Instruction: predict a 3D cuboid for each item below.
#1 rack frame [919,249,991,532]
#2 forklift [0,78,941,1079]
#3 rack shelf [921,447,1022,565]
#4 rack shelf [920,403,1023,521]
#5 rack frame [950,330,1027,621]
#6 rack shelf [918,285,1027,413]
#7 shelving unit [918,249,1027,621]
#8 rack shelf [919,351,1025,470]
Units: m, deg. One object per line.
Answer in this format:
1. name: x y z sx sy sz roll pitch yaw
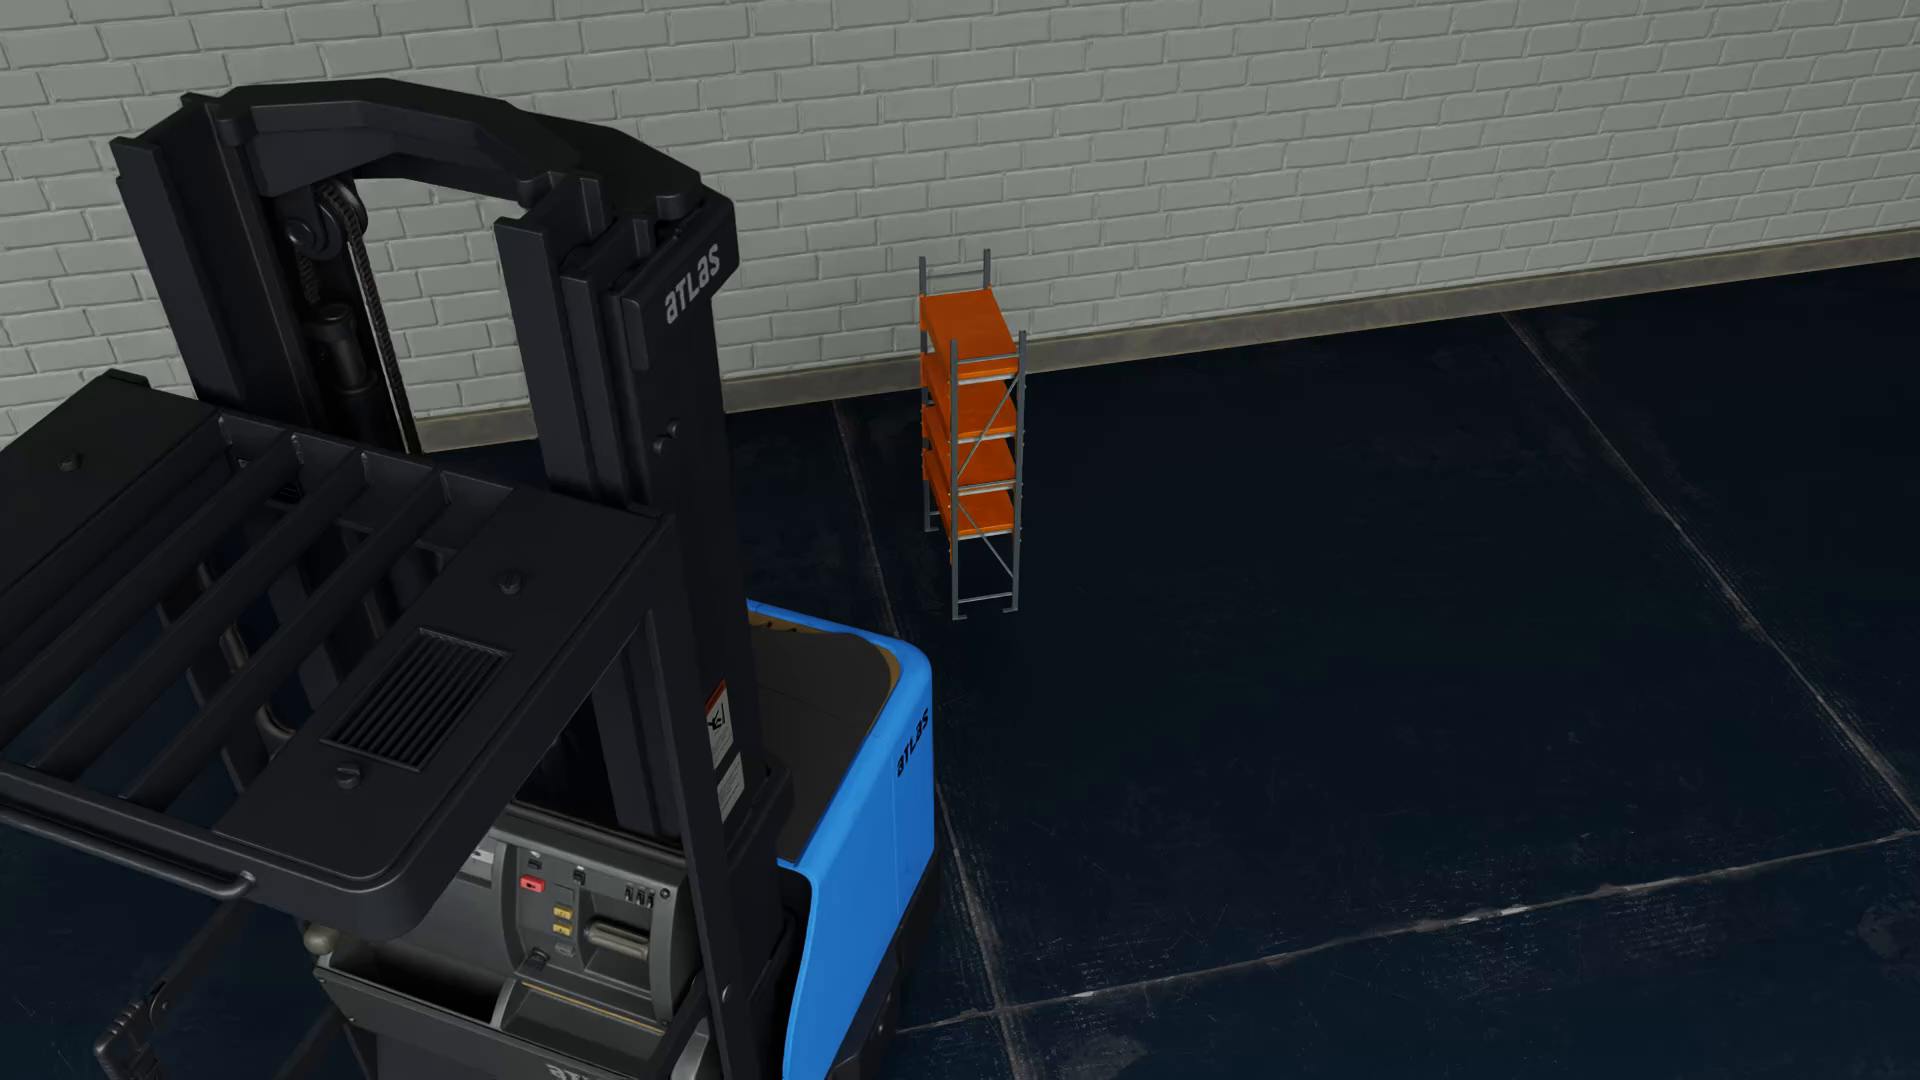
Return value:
1. rack frame: -0.017 -0.500 5.909 0.240 1.200 0.015 -8 42 -9
2. forklift: -1.049 0.790 3.152 1.130 2.935 3.031 14 43 15
3. rack shelf: 0.036 -0.143 5.907 0.258 0.148 0.480 -8 42 -9
4. rack shelf: 0.036 -0.291 5.775 0.258 0.148 0.480 -8 42 -9
5. rack frame: 0.088 -0.183 5.553 0.240 1.200 0.015 -8 42 -9
6. rack shelf: 0.036 -0.635 5.470 0.258 0.148 0.480 -8 42 -9
7. shelving unit: 0.036 -0.341 5.731 0.258 1.200 0.503 -8 42 -9
8. rack shelf: 0.036 -0.458 5.627 0.258 0.148 0.480 -8 42 -9
